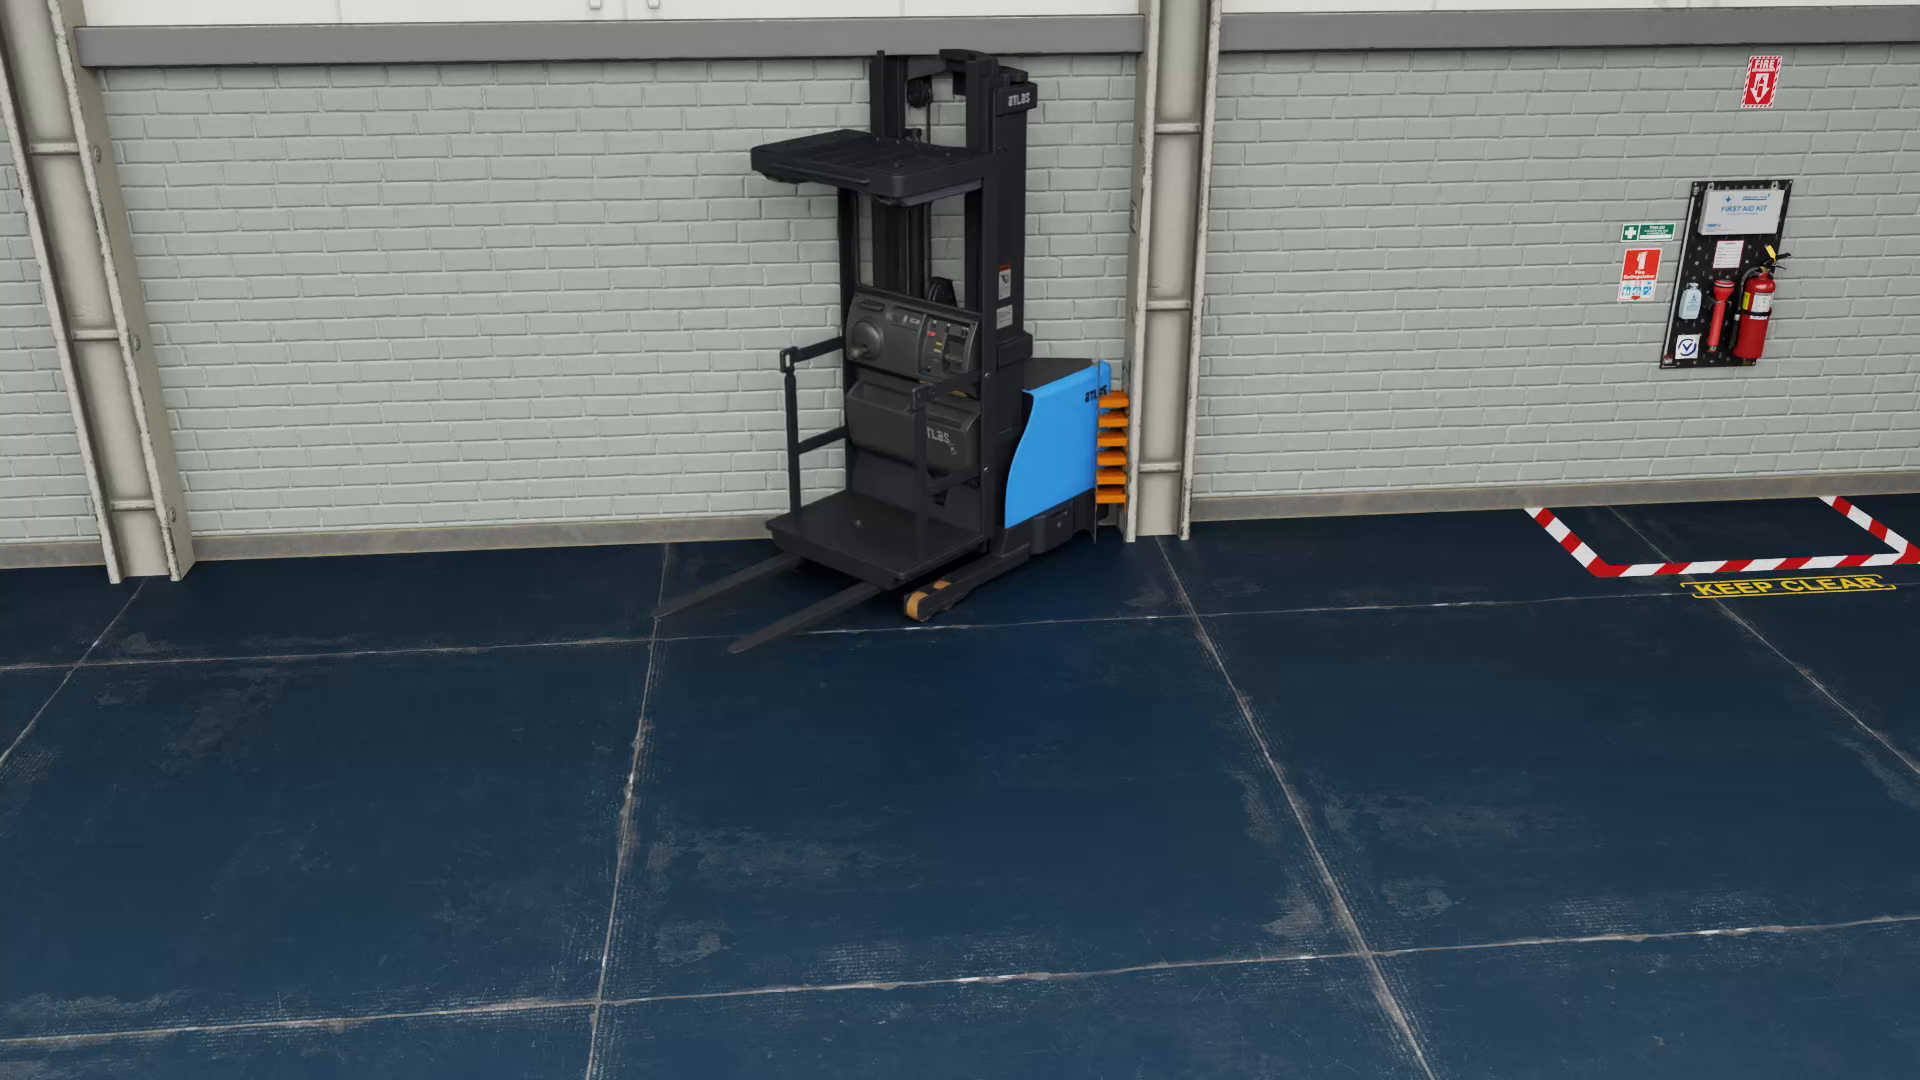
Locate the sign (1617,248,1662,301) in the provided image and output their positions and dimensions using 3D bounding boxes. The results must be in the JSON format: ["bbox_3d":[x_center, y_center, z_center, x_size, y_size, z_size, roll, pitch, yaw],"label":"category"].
[{"bbox_3d":[4.151,-1.620,10.157,0.234,0.329,0.001,-2,24,-5],"label":"sign"}]

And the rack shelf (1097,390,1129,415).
[{"bbox_3d":[0.906,-0.831,10.027,0.180,0.103,0.258,-2,20,-5],"label":"rack shelf"}]

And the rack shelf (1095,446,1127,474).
[{"bbox_3d":[0.906,-0.492,10.147,0.180,0.103,0.258,-2,20,-5],"label":"rack shelf"}]

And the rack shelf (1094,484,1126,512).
[{"bbox_3d":[0.907,-0.265,10.227,0.180,0.103,0.258,-2,20,-5],"label":"rack shelf"}]

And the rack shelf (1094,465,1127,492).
[{"bbox_3d":[0.907,-0.379,10.187,0.180,0.103,0.258,-2,20,-5],"label":"rack shelf"}]

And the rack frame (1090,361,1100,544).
[{"bbox_3d":[0.815,-0.531,10.124,0.006,1.200,0.240,-2,20,-5],"label":"rack frame"}]

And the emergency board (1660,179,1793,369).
[{"bbox_3d":[4.711,-1.584,10.120,0.643,1.169,0.194,-2,24,-5],"label":"emergency board"}]

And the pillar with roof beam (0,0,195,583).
[{"bbox_3d":[-4.345,-2.189,4.096,0.400,9.000,9.100,-2,24,-5],"label":"pillar with roof beam"}]

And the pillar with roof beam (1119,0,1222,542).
[{"bbox_3d":[1.626,-2.429,4.635,0.400,9.000,9.100,-2,24,-5],"label":"pillar with roof beam"}]

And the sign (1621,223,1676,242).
[{"bbox_3d":[4.156,-1.858,10.042,0.331,0.109,0.001,-2,24,-5],"label":"sign"}]

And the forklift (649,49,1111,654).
[{"bbox_3d":[-0.411,-1.116,9.153,1.130,2.935,3.031,19,30,37],"label":"forklift"}]

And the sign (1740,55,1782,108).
[{"bbox_3d":[4.693,-2.683,9.739,0.199,0.298,0.001,-2,24,-5],"label":"sign"}]

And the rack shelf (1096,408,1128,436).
[{"bbox_3d":[0.906,-0.718,10.067,0.180,0.103,0.258,-2,20,-5],"label":"rack shelf"}]

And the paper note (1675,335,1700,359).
[{"bbox_3d":[4.528,-1.202,10.346,0.142,0.148,0.016,-2,24,-5],"label":"paper note"}]

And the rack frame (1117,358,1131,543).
[{"bbox_3d":[0.997,-0.537,10.140,0.006,1.200,0.240,-2,20,-5],"label":"rack frame"}]

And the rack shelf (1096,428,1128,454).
[{"bbox_3d":[0.906,-0.605,10.107,0.180,0.103,0.258,-2,20,-5],"label":"rack shelf"}]

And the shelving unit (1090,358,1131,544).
[{"bbox_3d":[0.906,-0.534,10.132,0.189,1.200,0.258,-2,20,-5],"label":"shelving unit"}]
